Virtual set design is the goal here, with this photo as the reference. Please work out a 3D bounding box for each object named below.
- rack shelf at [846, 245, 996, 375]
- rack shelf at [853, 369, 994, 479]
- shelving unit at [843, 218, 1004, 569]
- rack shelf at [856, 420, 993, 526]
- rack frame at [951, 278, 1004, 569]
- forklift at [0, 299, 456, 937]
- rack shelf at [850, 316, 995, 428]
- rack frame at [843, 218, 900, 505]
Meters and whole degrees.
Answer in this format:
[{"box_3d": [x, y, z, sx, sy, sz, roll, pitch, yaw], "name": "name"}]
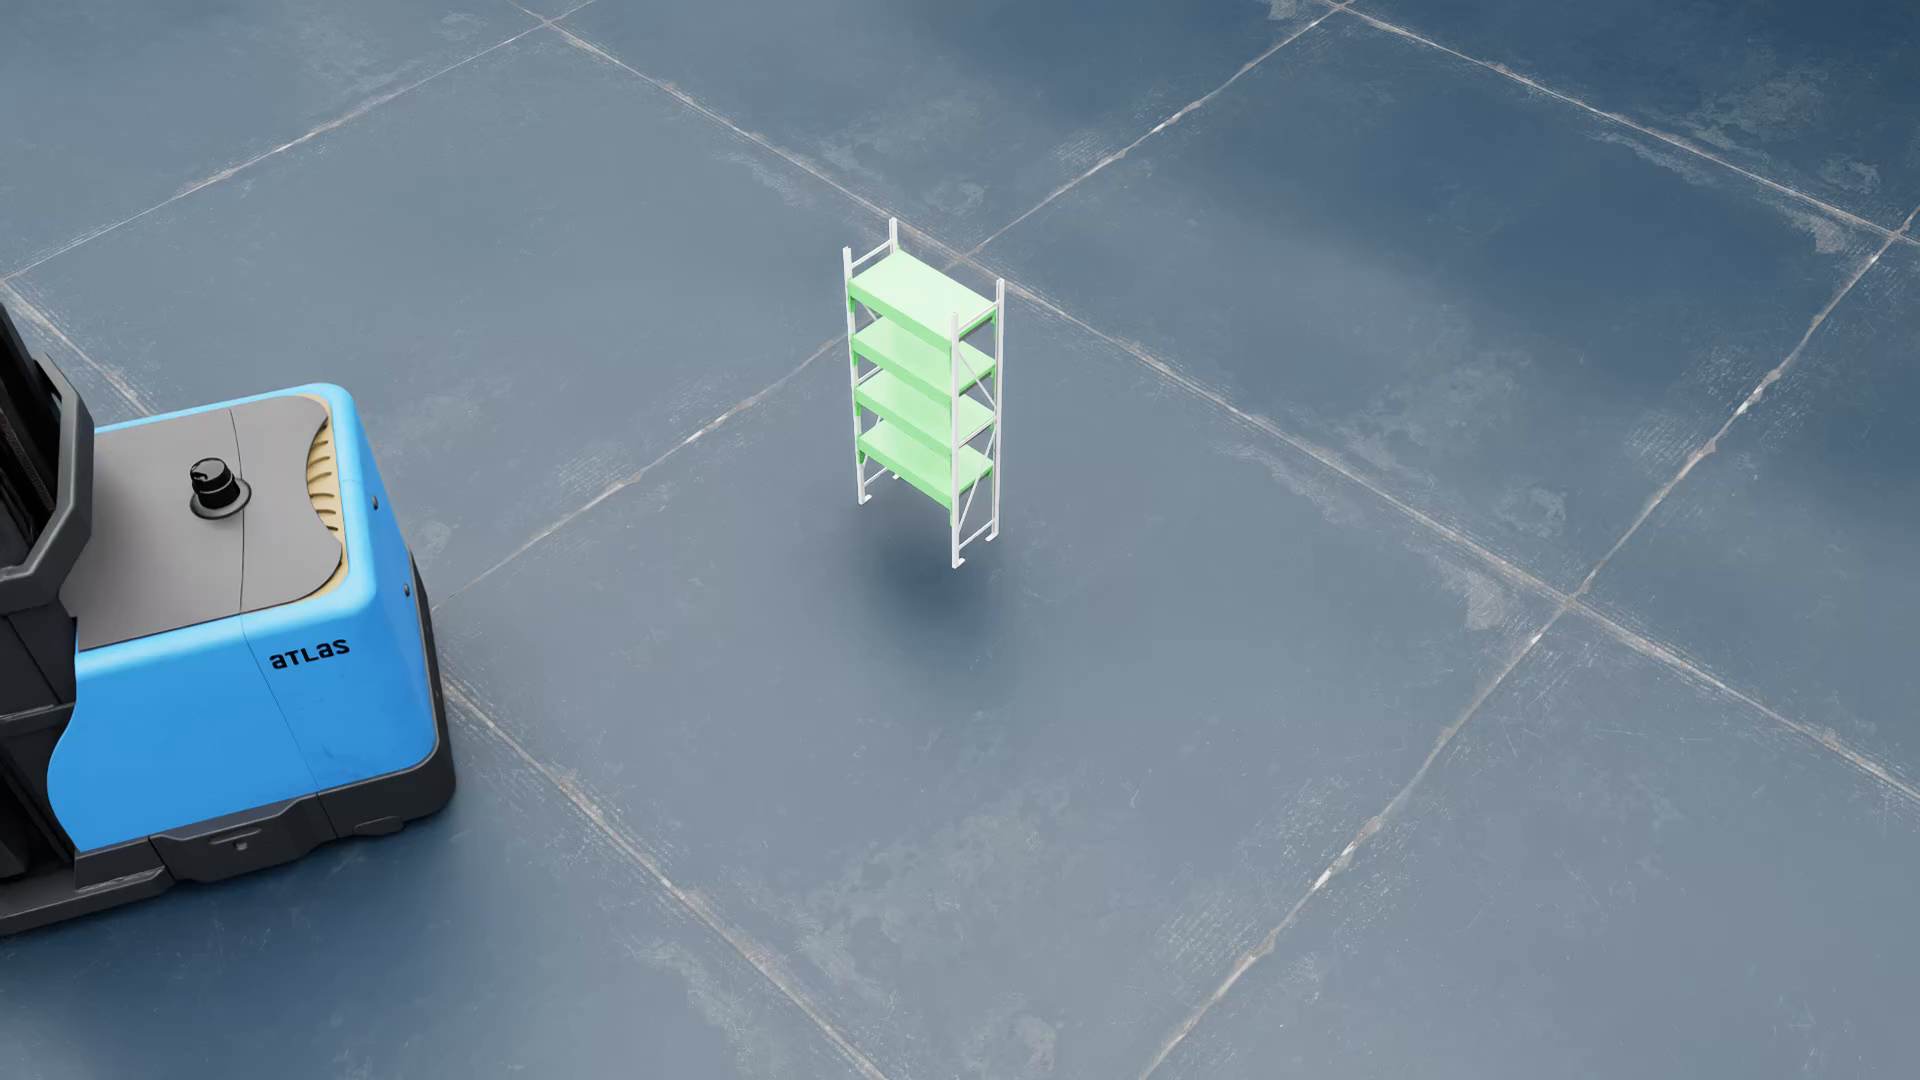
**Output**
[{"box_3d": [-0.122, -0.777, 5.586, 0.480, 0.148, 0.258, 34, 55, 28], "name": "rack shelf"}, {"box_3d": [-0.122, -0.449, 5.936, 0.480, 0.148, 0.258, 34, 55, 28], "name": "rack shelf"}, {"box_3d": [-0.122, -0.493, 5.889, 0.503, 1.200, 0.258, 34, 55, 28], "name": "shelving unit"}, {"box_3d": [-0.122, -0.285, 6.111, 0.480, 0.148, 0.258, 34, 55, 28], "name": "rack shelf"}, {"box_3d": [0.058, -0.372, 5.776, 0.015, 1.200, 0.240, 34, 55, 28], "name": "rack frame"}, {"box_3d": [-3.211, -0.107, 4.340, 3.031, 2.935, 1.130, -14, 48, -13], "name": "forklift"}, {"box_3d": [-0.122, -0.613, 5.761, 0.480, 0.148, 0.258, 34, 55, 28], "name": "rack shelf"}, {"box_3d": [-0.301, -0.613, 6.003, 0.015, 1.200, 0.240, 34, 55, 28], "name": "rack frame"}]
